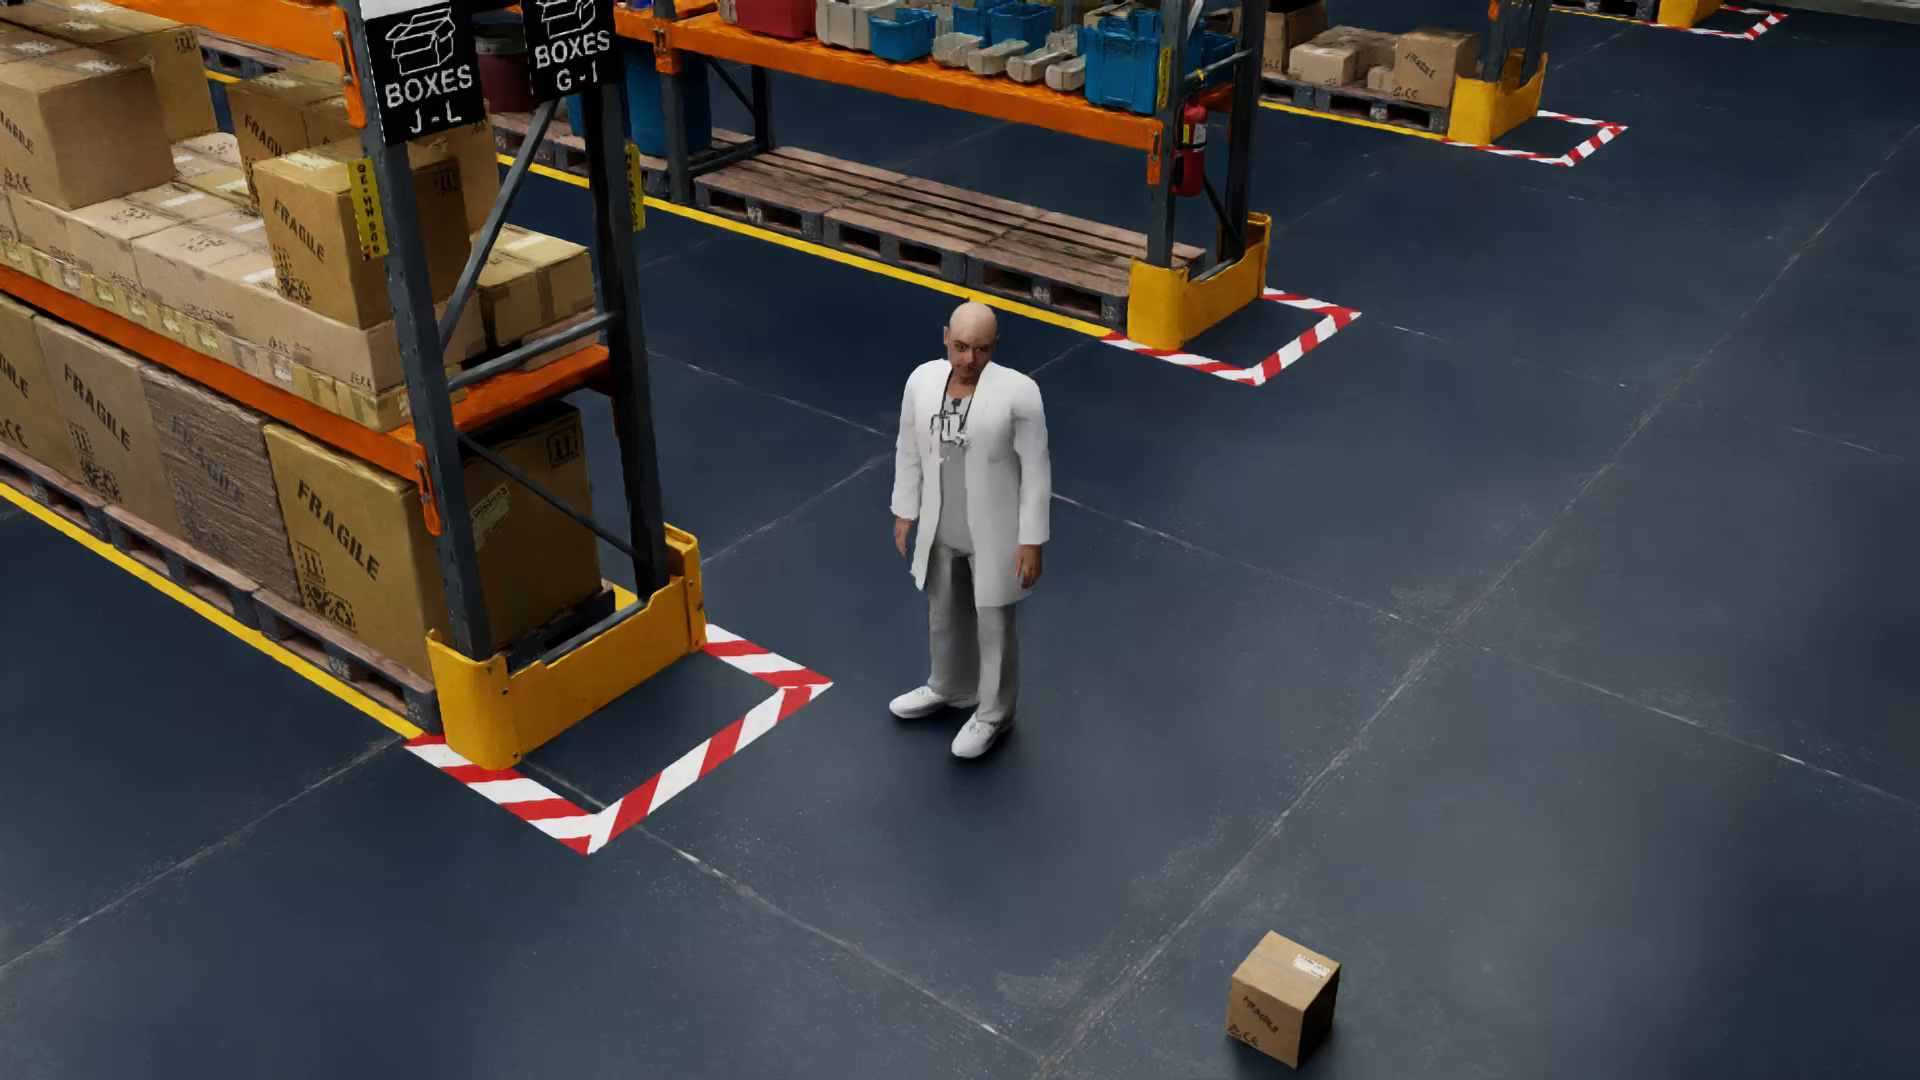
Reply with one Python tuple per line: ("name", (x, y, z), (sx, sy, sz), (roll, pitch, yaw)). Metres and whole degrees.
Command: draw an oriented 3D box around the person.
("person", (0.018, -0.023, 6.129), (0.660, 1.789, 0.422), (16, 34, 25))
